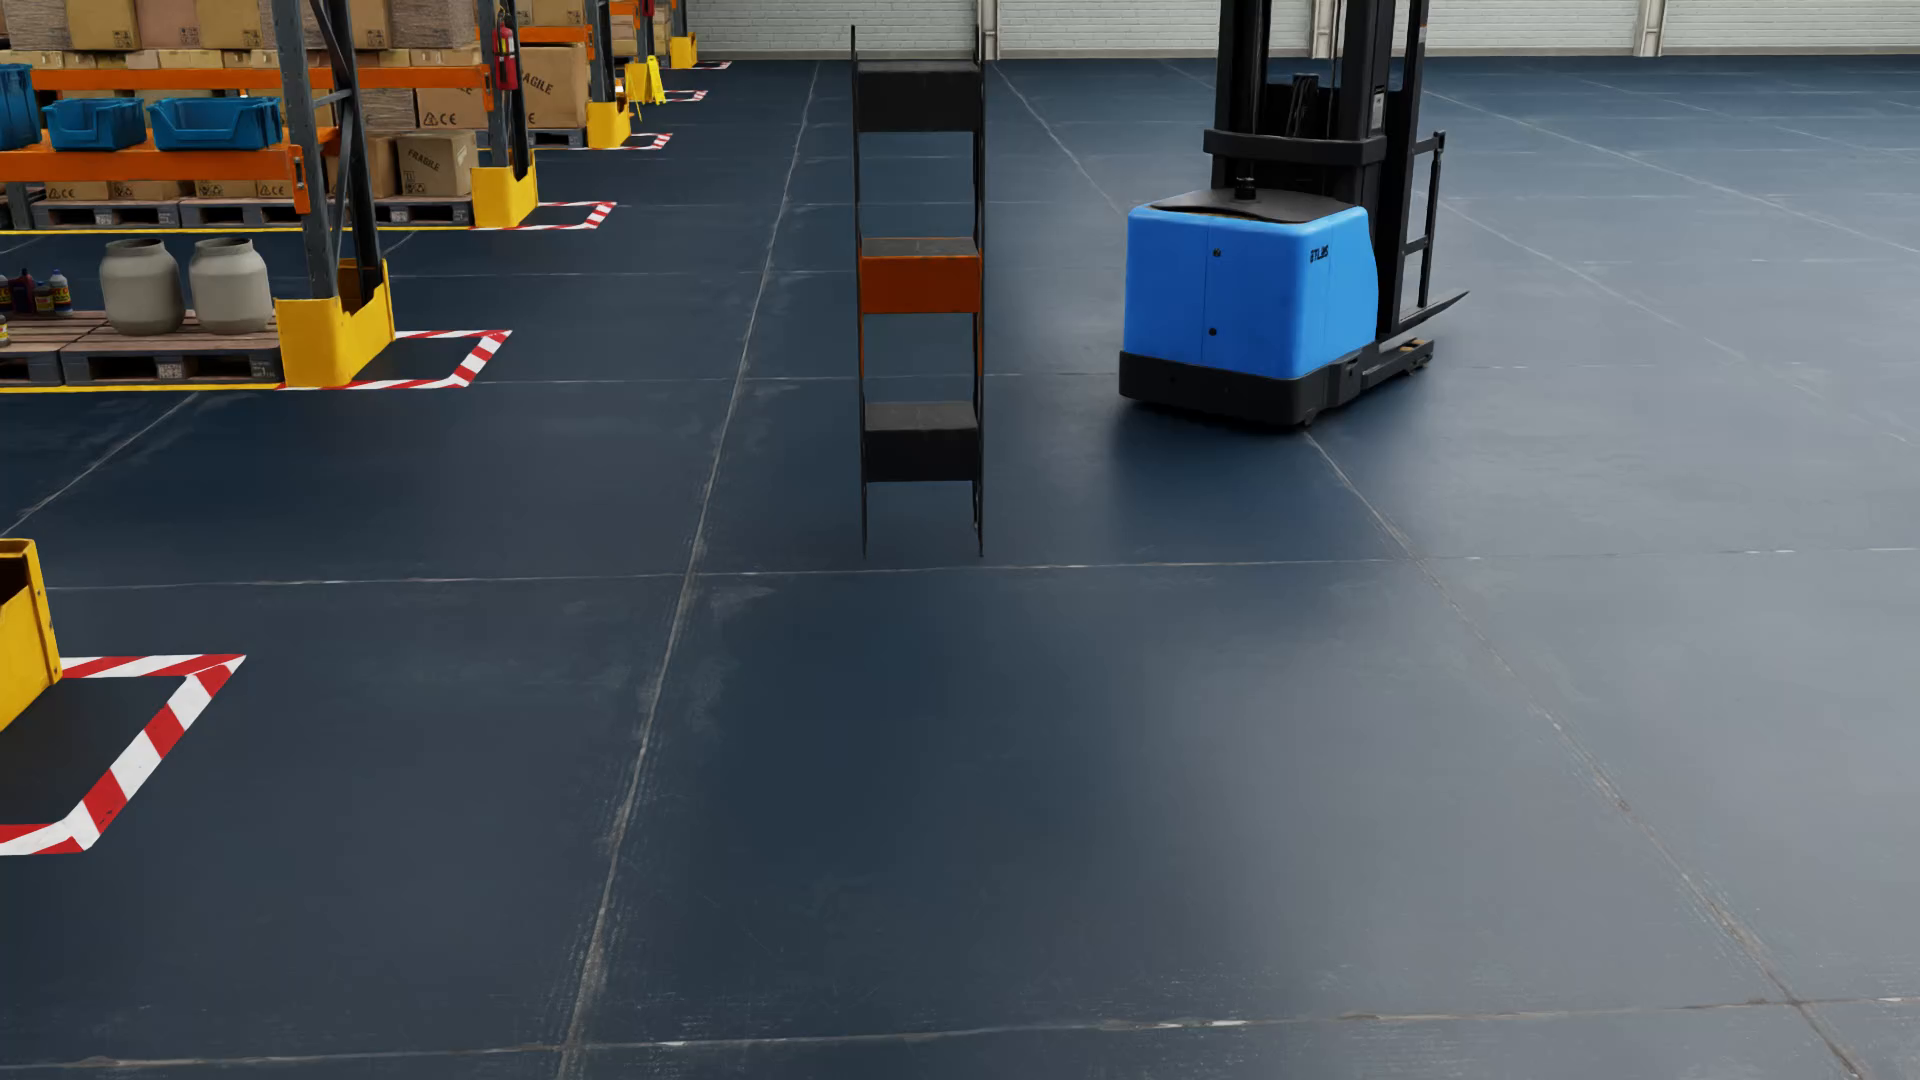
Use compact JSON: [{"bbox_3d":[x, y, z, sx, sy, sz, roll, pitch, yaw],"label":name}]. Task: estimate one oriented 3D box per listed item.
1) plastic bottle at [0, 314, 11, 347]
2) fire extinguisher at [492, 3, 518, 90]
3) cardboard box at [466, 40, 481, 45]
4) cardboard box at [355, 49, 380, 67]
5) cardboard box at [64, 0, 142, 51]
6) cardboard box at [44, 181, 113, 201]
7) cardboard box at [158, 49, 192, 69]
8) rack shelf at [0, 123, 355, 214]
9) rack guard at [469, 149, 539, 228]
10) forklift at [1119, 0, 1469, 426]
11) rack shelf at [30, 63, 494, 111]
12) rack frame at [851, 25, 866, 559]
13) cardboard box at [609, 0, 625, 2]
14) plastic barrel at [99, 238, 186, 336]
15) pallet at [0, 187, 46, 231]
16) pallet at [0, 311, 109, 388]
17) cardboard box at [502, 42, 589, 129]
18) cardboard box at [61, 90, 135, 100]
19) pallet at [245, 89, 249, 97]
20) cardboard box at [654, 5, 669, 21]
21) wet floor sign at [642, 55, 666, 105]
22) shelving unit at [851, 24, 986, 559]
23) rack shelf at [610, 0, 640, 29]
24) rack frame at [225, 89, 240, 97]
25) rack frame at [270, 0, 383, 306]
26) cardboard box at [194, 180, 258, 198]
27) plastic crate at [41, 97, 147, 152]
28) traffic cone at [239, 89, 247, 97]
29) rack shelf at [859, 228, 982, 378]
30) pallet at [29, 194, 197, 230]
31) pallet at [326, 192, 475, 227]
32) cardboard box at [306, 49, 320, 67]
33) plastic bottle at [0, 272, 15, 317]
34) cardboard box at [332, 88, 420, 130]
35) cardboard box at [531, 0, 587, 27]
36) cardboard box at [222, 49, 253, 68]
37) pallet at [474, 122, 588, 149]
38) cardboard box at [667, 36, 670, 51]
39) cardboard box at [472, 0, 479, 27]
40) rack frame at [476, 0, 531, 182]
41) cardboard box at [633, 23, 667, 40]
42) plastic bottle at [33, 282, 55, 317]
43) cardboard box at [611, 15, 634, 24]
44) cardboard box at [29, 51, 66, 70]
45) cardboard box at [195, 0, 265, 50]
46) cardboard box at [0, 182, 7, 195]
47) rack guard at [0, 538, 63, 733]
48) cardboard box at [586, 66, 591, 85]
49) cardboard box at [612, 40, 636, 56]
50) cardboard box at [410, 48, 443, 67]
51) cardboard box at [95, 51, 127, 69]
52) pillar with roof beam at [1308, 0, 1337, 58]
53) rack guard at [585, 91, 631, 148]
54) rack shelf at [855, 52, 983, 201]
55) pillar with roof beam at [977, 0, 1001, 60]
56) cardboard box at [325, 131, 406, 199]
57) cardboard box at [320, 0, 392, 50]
[{"bbox_3d":[-5.415,-1.194,9.355,0.097,0.201,0.097,0,21,0],"label":"plastic bottle"},{"bbox_3d":[-3.749,-4.051,13.654,0.183,0.674,0.296,-1,21,-3],"label":"fire extinguisher"},{"bbox_3d":[-4.187,-4.210,14.316,0.250,0.149,0.380,-1,21,-3],"label":"cardboard box"},{"bbox_3d":[-4.909,-4.024,13.828,0.250,0.149,0.380,-1,21,-3],"label":"cardboard box"},{"bbox_3d":[-6.929,-4.338,13.740,0.500,0.500,0.875,-1,21,-3],"label":"cardboard box"},{"bbox_3d":[-7.481,-3.189,14.204,0.500,0.500,0.500,-2,21,-5],"label":"cardboard box"},{"bbox_3d":[-6.404,-3.981,13.716,0.250,0.149,0.380,-1,21,-3],"label":"cardboard box"},{"bbox_3d":[-5.603,-2.112,9.464,4.000,0.370,1.077,-1,21,-3],"label":"rack shelf"},{"bbox_3d":[-3.965,-3.079,14.504,0.348,0.500,1.175,-1,21,-3],"label":"rack guard"},{"bbox_3d":[2.132,-2.415,9.346,1.130,2.935,3.031,14,25,33],"label":"forklift"},{"bbox_3d":[-5.886,-3.872,14.085,4.000,0.370,1.077,-1,21,-3],"label":"rack shelf"},{"bbox_3d":[-0.409,-0.973,6.726,0.015,2.100,0.400,-1,21,-3],"label":"rack frame"},{"bbox_3d":[-4.816,-7.568,23.135,0.250,0.149,0.380,0,21,-1],"label":"cardboard box"},{"bbox_3d":[-4.760,-1.472,9.677,0.421,0.512,0.421,0,21,0],"label":"plastic barrel"},{"bbox_3d":[-8.660,-2.848,14.304,1.213,0.211,1.003,-1,21,-3],"label":"pallet"},{"bbox_3d":[-5.706,-1.129,9.790,1.213,0.211,1.003,-1,21,-3],"label":"pallet"},{"bbox_3d":[-4.745,-5.178,18.902,0.875,0.875,0.875,-1,21,-3],"label":"cardboard box"},{"bbox_3d":[-9.643,-5.013,18.644,0.750,0.750,1.050,-1,21,-3],"label":"cardboard box"},{"bbox_3d":[-10.447,-6.342,23.482,1.213,0.211,1.003,-1,21,-3],"label":"pallet"},{"bbox_3d":[-5.233,-8.968,28.329,0.500,0.250,0.500,-1,21,-4],"label":"cardboard box"},{"bbox_3d":[-4.204,-6.292,22.741,0.232,0.644,0.267,6,22,16],"label":"wet floor sign"},{"bbox_3d":[-0.165,-0.978,6.739,0.503,2.100,0.431,-1,21,-3],"label":"shelving unit"},{"bbox_3d":[-6.452,-7.392,23.331,4.000,0.370,1.077,-1,21,-3],"label":"rack shelf"},{"bbox_3d":[-8.065,-5.931,18.484,0.127,3.000,1.000,-1,21,-3],"label":"rack frame"},{"bbox_3d":[-3.607,-2.489,9.442,0.127,3.000,1.000,-1,21,-3],"label":"rack frame"},{"bbox_3d":[-6.294,-3.244,14.348,0.500,0.500,0.500,-3,21,-8],"label":"cardboard box"},{"bbox_3d":[-4.738,-2.292,9.134,0.408,0.251,0.499,-1,21,-3],"label":"plastic crate"},{"bbox_3d":[-9.607,-5.979,22.176,0.334,0.463,0.336,-1,21,-3],"label":"traffic cone"},{"bbox_3d":[-0.165,-0.965,6.743,0.480,0.518,0.431,-1,21,-3],"label":"rack shelf"},{"bbox_3d":[-7.214,-2.890,14.415,1.213,0.211,1.003,-1,21,-3],"label":"pallet"},{"bbox_3d":[-4.778,-2.940,14.546,1.213,0.211,1.003,-1,21,-3],"label":"pallet"},{"bbox_3d":[-5.409,-4.021,13.819,0.250,0.149,0.380,-1,21,-3],"label":"cardboard box"},{"bbox_3d":[-5.777,-1.486,10.025,0.097,0.271,0.097,0,21,0],"label":"plastic bottle"},{"bbox_3d":[-6.533,-5.142,18.807,0.875,0.875,0.875,-1,21,-3],"label":"cardboard box"},{"bbox_3d":[-4.439,-6.059,18.608,0.550,0.550,0.875,-1,21,-3],"label":"cardboard box"},{"bbox_3d":[-5.907,-4.004,13.774,0.250,0.149,0.380,-1,21,-3],"label":"cardboard box"},{"bbox_3d":[-4.865,-4.665,19.078,1.213,0.211,1.003,-1,21,-3],"label":"pallet"},{"bbox_3d":[-5.244,-8.503,28.512,0.500,0.250,0.500,-1,21,-3],"label":"cardboard box"},{"bbox_3d":[-5.554,-6.073,18.646,0.550,0.550,0.875,-1,21,-3],"label":"cardboard box"},{"bbox_3d":[-3.889,-4.248,14.064,0.127,3.000,1.000,-1,21,-3],"label":"rack frame"},{"bbox_3d":[-5.210,-8.556,27.949,0.500,0.250,0.500,-1,21,-4],"label":"cardboard box"},{"bbox_3d":[-5.538,-1.459,10.051,0.097,0.201,0.097,0,21,0],"label":"plastic bottle"},{"bbox_3d":[-5.694,-8.778,27.830,0.500,0.250,0.500,-1,21,-2],"label":"cardboard box"},{"bbox_3d":[-7.401,-3.948,13.627,0.250,0.149,0.380,-1,21,-3],"label":"cardboard box"},{"bbox_3d":[-5.934,-4.379,13.849,0.500,0.500,0.875,-1,21,-3],"label":"cardboard box"},{"bbox_3d":[-8.497,-3.200,14.204,0.500,0.500,0.700,-3,21,-7],"label":"cardboard box"},{"bbox_3d":[-3.304,0.438,5.267,0.348,0.500,1.175,-1,21,-3],"label":"rack guard"},{"bbox_3d":[-5.271,-6.567,23.429,0.500,0.250,0.500,-1,21,-3],"label":"cardboard box"},{"bbox_3d":[-5.690,-8.315,28.018,0.500,0.250,0.500,-1,21,-3],"label":"cardboard box"},{"bbox_3d":[-4.412,-4.047,13.888,0.250,0.149,0.380,-1,21,-3],"label":"cardboard box"},{"bbox_3d":[-6.904,-3.971,13.688,0.250,0.149,0.380,-1,21,-3],"label":"cardboard box"},{"bbox_3d":[6.737,-11.356,24.301,0.400,9.000,9.100,-1,21,-3],"label":"pillar with roof beam"},{"bbox_3d":[-4.048,-4.845,19.143,0.348,0.500,1.175,-1,21,-3],"label":"rack guard"},{"bbox_3d":[-0.165,-1.619,6.494,0.480,0.518,0.431,-1,21,-3],"label":"rack shelf"},{"bbox_3d":[0.747,-11.234,23.981,0.400,9.000,9.100,-1,21,-3],"label":"pillar with roof beam"},{"bbox_3d":[-5.109,-3.245,14.352,0.500,0.500,0.500,4,21,11],"label":"cardboard box"},{"bbox_3d":[-4.932,-4.380,13.851,0.500,0.500,0.875,-1,21,-3],"label":"cardboard box"}]
